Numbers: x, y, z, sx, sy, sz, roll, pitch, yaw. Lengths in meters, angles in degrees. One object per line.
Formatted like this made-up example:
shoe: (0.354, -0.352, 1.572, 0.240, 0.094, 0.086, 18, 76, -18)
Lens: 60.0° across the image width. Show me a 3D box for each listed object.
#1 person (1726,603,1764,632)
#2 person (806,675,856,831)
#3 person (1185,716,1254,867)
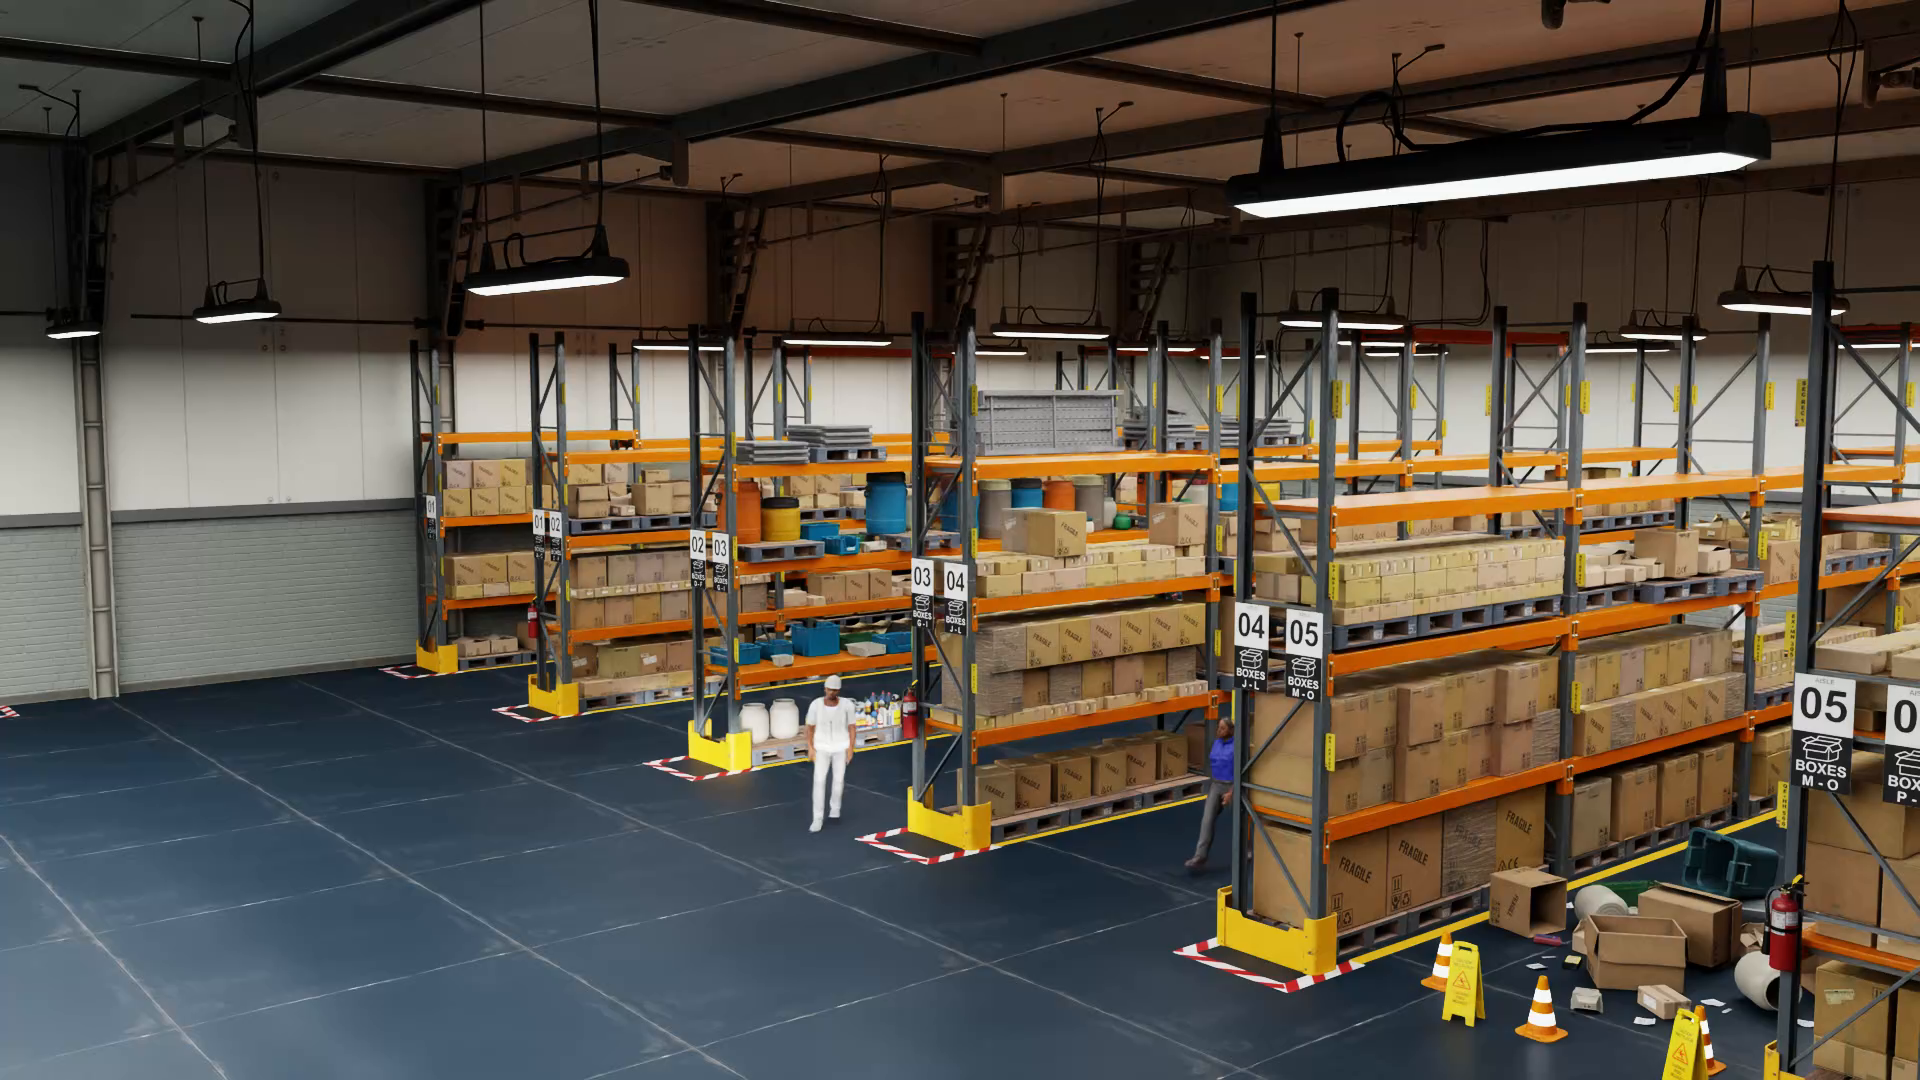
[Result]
person: (13.407, 1.653, 28.401, 0.579, 1.749, 0.729, 1, 5, 13)
person: (-1.511, 2.472, 19.583, 0.592, 1.747, 0.815, -1, 5, -9)
person: (2.821, 2.702, 17.825, 0.990, 1.588, 0.473, -5, 7, -44)
